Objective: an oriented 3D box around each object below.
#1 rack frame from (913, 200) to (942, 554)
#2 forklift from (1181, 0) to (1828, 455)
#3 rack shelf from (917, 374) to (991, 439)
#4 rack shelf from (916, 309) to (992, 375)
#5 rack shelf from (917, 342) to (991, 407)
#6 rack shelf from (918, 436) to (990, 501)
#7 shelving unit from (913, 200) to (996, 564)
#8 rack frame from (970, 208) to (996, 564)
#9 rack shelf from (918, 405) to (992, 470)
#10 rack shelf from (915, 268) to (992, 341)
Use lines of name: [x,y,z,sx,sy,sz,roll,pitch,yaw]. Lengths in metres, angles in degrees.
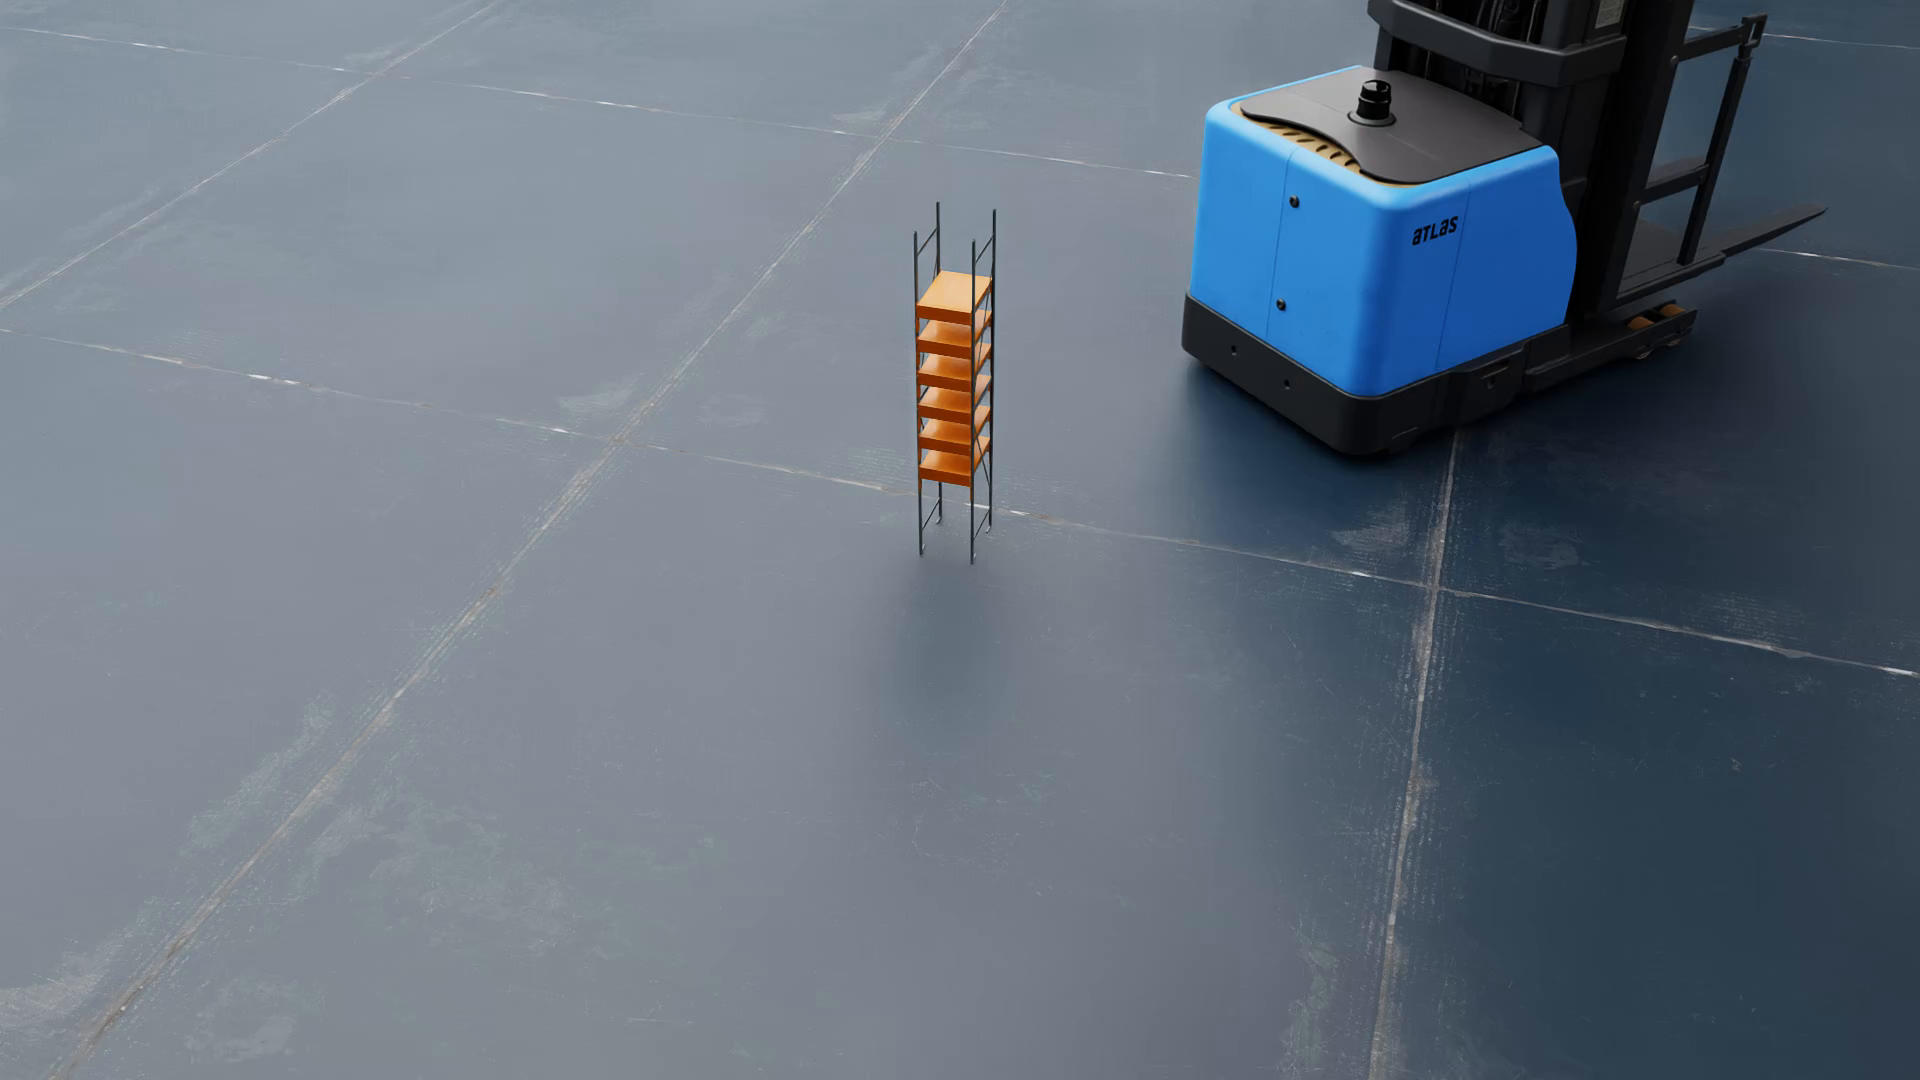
rack frame: [-0.101,-0.502,5.420,0.006,1.200,0.240,10,38,14]
forklift: [2.405,-2.156,6.207,3.031,2.935,1.130,-21,41,-26]
rack shelf: [-0.014,-0.450,5.424,0.180,0.103,0.258,10,38,14]
rack shelf: [-0.014,-0.643,5.282,0.180,0.103,0.258,10,38,14]
rack shelf: [-0.014,-0.547,5.353,0.180,0.103,0.258,10,38,14]
rack shelf: [-0.014,-0.257,5.566,0.180,0.103,0.258,10,38,14]
shelving unit: [-0.014,-0.486,5.398,0.189,1.200,0.258,10,38,14]
rack frame: [0.074,-0.470,5.376,0.006,1.200,0.240,10,38,14]
rack shelf: [-0.014,-0.353,5.495,0.180,0.103,0.258,10,38,14]
rack shelf: [-0.014,-0.740,5.211,0.180,0.103,0.258,10,38,14]
